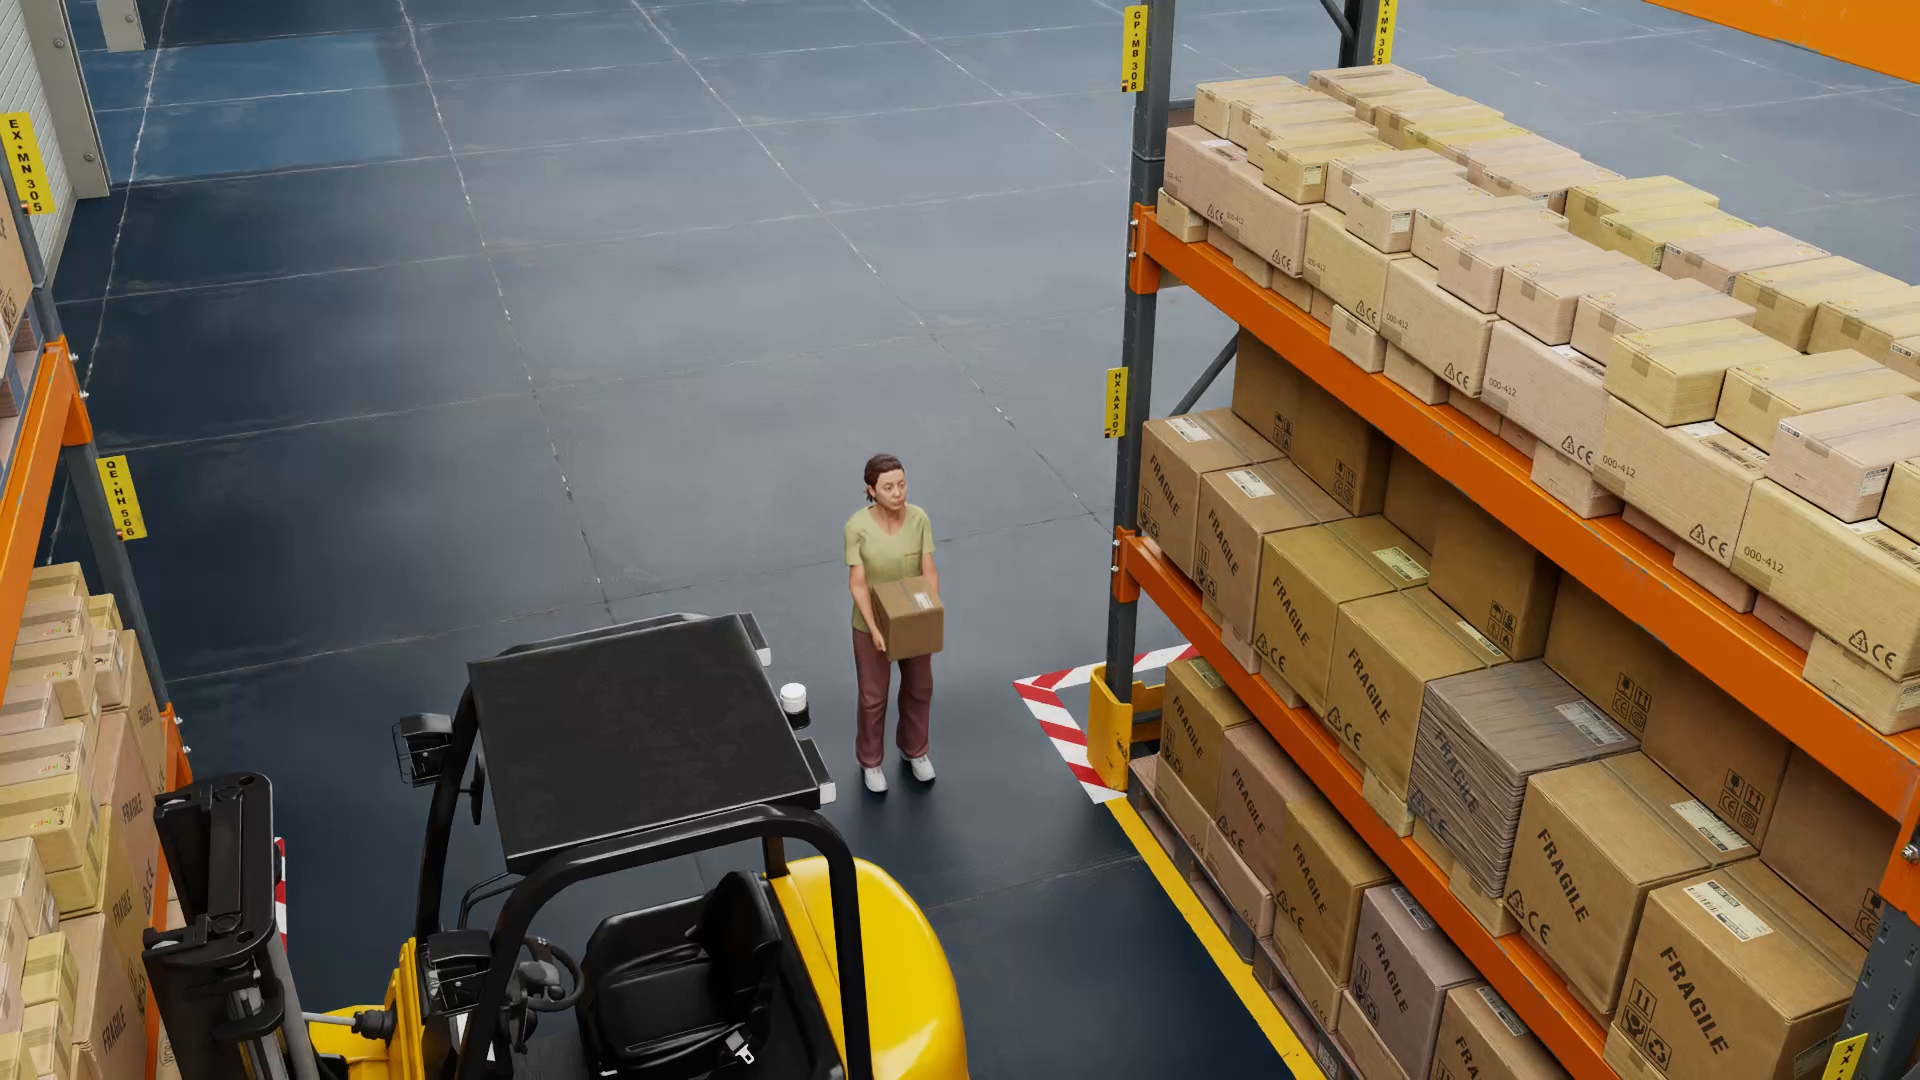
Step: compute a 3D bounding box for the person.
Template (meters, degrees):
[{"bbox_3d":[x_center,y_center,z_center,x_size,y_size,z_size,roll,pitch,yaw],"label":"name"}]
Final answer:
[{"bbox_3d":[-0.292,0.414,7.631,0.428,1.663,0.558,-10,32,-17],"label":"person"}]
